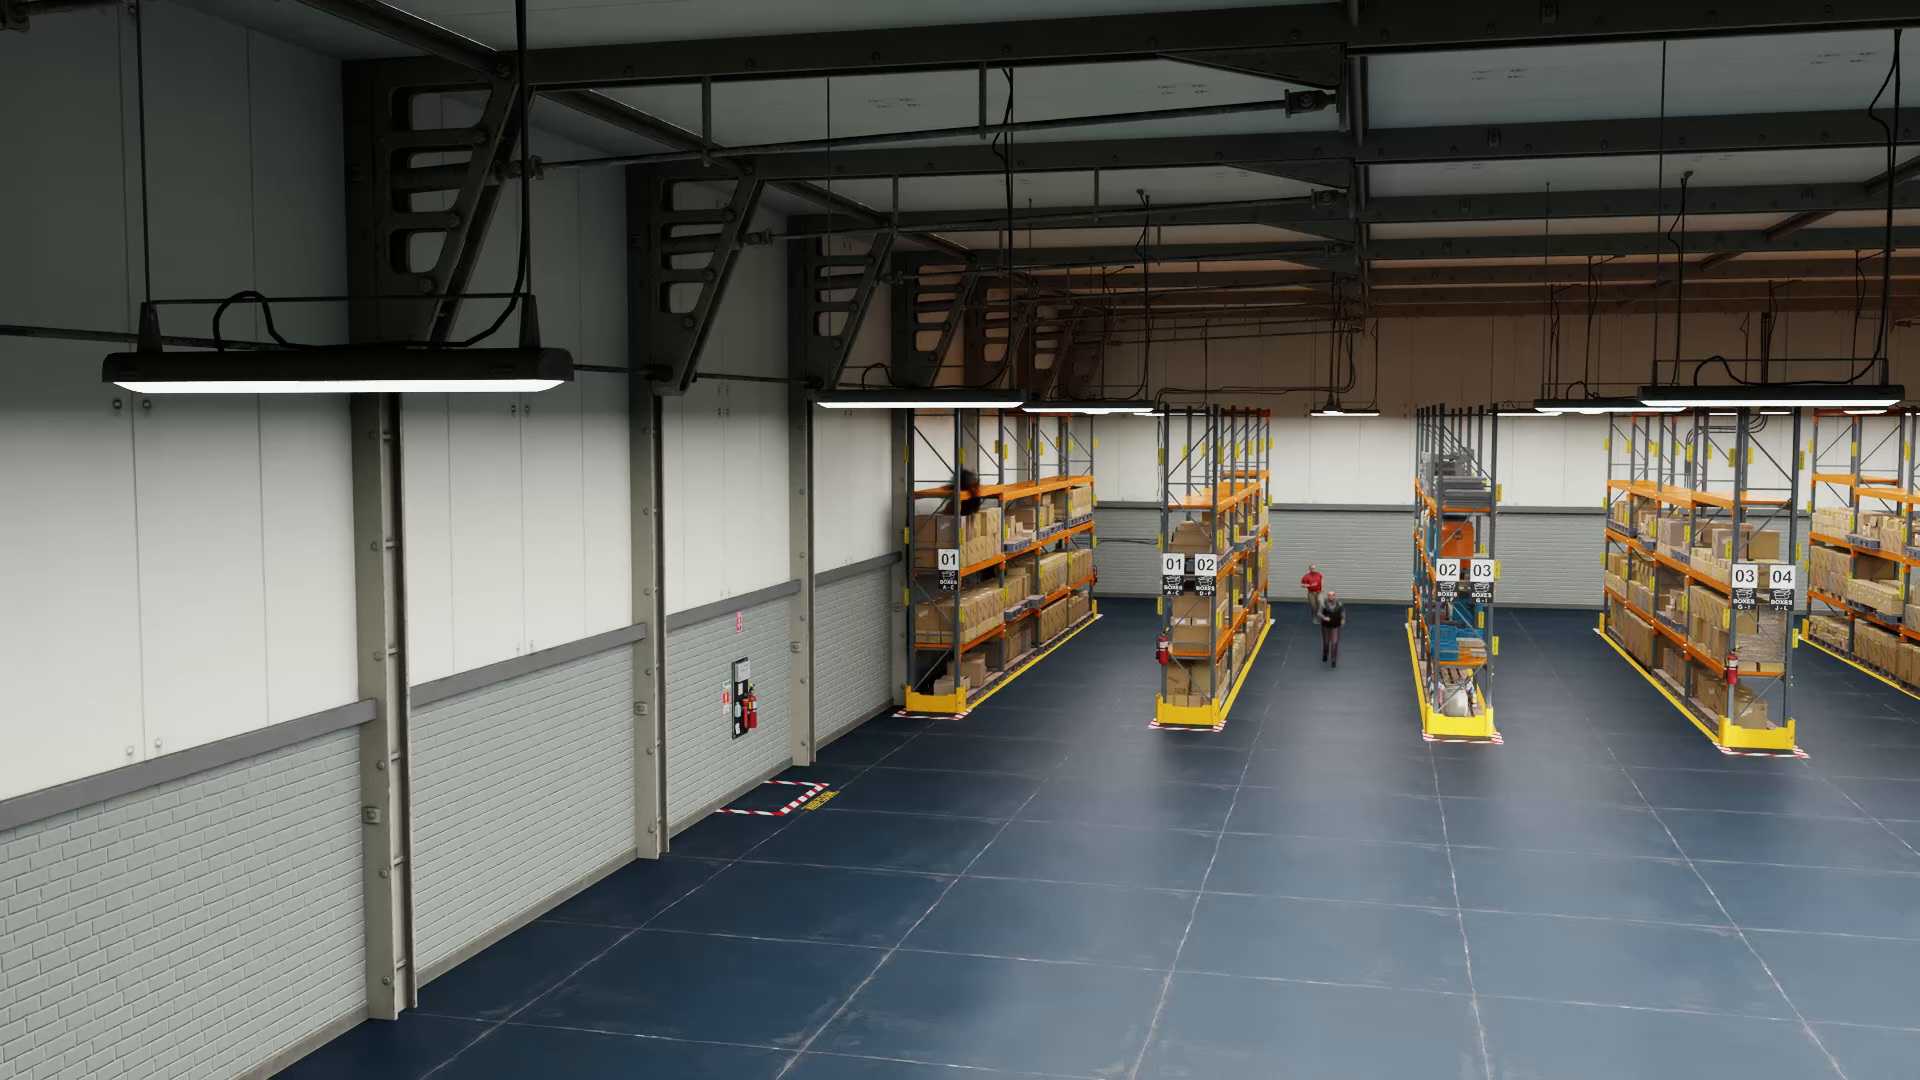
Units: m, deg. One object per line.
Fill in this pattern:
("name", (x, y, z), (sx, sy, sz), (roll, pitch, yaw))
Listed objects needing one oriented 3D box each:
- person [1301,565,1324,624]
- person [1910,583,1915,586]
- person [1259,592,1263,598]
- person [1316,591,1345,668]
("person", (9.744, 1.524, 45.859), (0.679, 1.699, 0.936), (0, 4, -4))
("person", (24.161, 1.864, 42.301), (0.603, 1.559, 0.484), (1, 4, 10))
("person", (8.483, 1.348, 47.960), (0.952, 1.802, 0.707), (2, 4, 20))
("person", (8.607, 2.051, 38.584), (0.676, 1.751, 0.854), (1, 4, 7))
